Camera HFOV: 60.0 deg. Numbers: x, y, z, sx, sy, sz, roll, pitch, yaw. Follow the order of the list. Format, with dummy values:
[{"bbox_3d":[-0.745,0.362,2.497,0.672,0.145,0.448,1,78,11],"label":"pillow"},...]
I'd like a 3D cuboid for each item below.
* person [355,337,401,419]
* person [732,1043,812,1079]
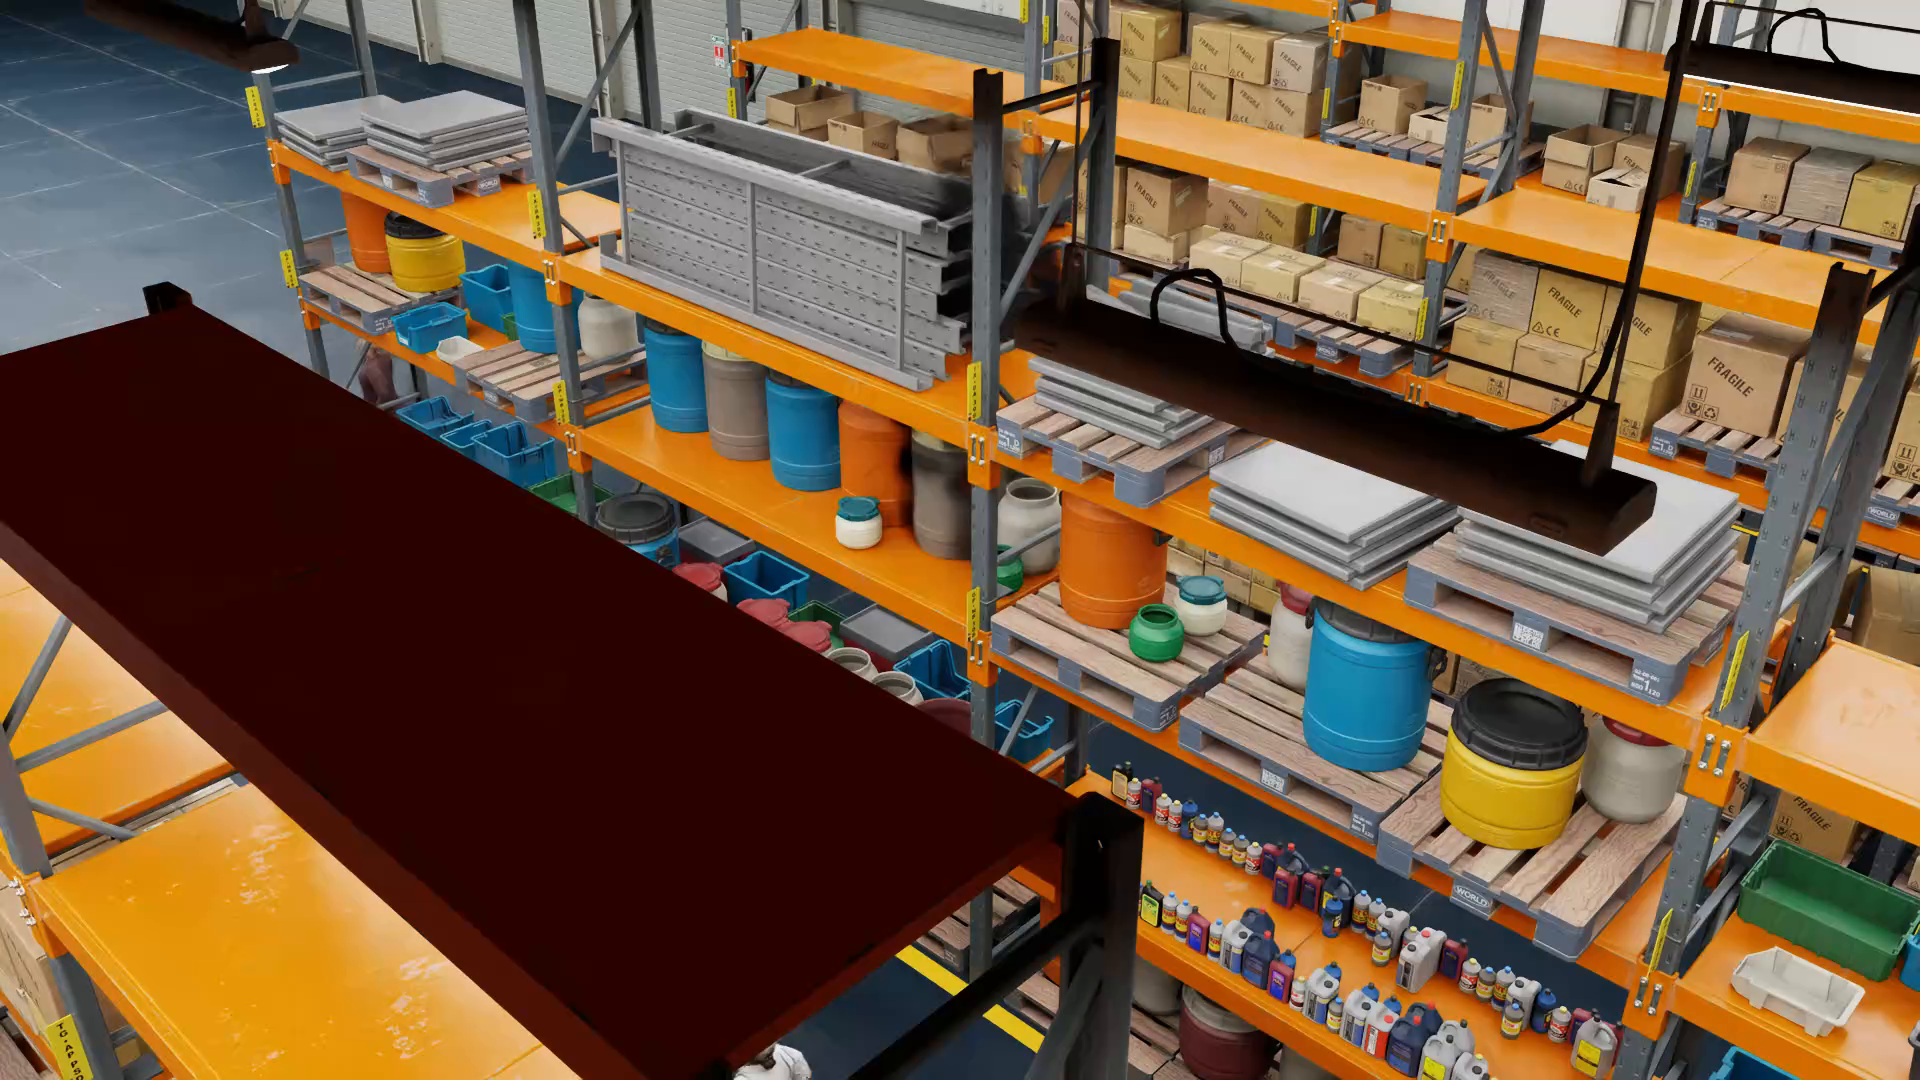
[{"bbox_3d":[-5.824,-1.291,16.804,0.593,1.706,0.774,-2,29,-3],"label":"person"},{"bbox_3d":[-1.016,3.209,8.889,0.561,1.622,0.595,19,34,30],"label":"person"}]
